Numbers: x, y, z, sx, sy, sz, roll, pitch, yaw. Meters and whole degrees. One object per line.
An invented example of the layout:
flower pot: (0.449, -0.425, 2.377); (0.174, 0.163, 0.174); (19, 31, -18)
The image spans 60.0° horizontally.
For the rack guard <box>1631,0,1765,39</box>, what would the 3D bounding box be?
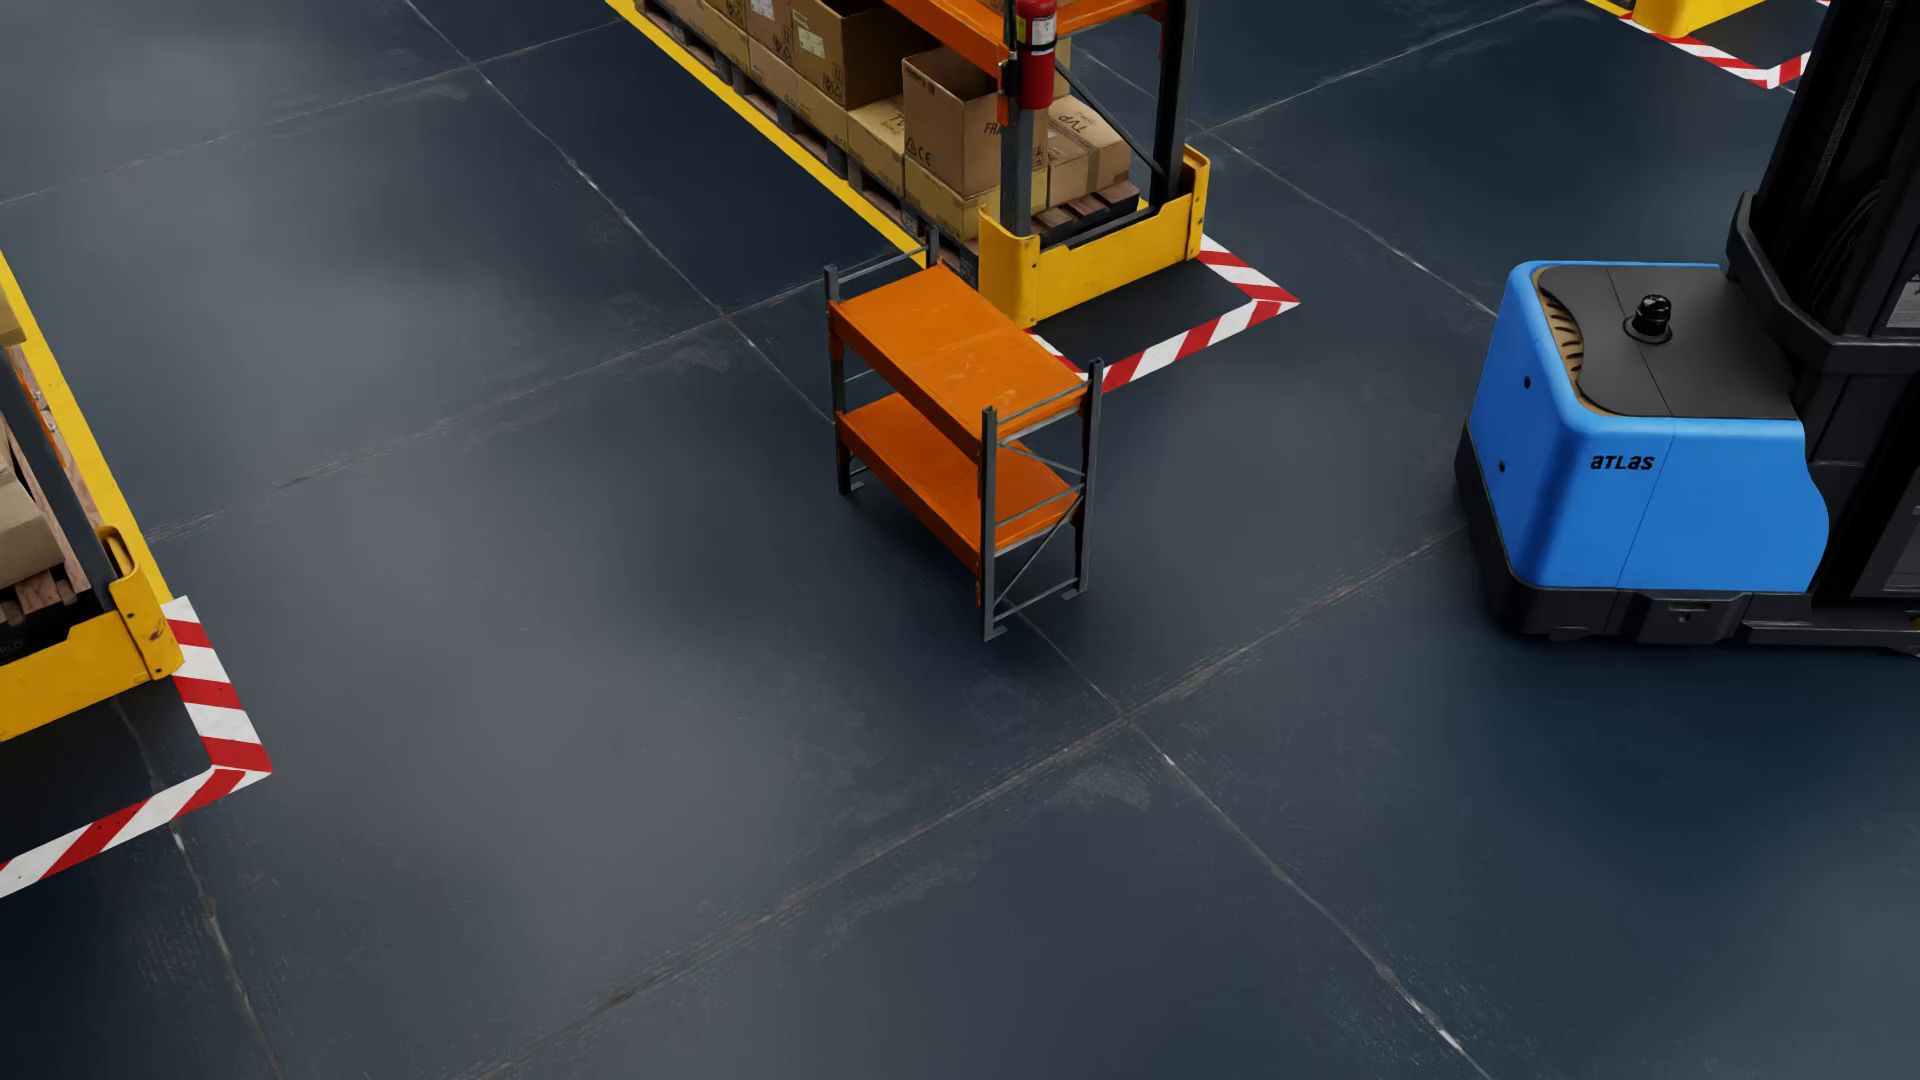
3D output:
rack guard: (4.608, -3.466, 10.019); (1.175, 0.500, 0.348); (-26, 49, -24)

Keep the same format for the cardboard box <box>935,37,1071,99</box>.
cardboard box: (0.213, -2.494, 8.334); (0.500, 0.500, 0.500); (-26, 49, -24)

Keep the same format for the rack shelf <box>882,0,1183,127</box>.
rack shelf: (-0.519, -3.264, 8.518); (1.077, 0.370, 4.000); (-26, 49, -24)

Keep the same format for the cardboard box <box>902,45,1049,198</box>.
cardboard box: (0.074, -2.006, 7.823); (0.500, 0.500, 0.500); (-26, 49, -24)

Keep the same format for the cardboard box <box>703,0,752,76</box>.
cardboard box: (-1.083, -2.861, 9.262); (0.500, 0.250, 0.500); (-26, 49, -24)

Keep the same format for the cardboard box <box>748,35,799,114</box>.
cardboard box: (-0.792, -2.581, 8.968); (0.500, 0.250, 0.500); (-26, 49, -24)

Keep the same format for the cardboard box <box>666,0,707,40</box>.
cardboard box: (-1.365, -3.147, 9.561); (0.500, 0.250, 0.500); (-26, 49, -24)

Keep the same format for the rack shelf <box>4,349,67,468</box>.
rack shelf: (-4.580, -1.305, 6.466); (1.077, 0.370, 4.000); (-26, 49, -24)

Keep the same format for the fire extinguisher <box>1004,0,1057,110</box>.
fire extinguisher: (0.312, -2.113, 6.847); (0.296, 0.674, 0.183); (-26, 49, -24)

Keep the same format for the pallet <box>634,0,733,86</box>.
pallet: (-1.243, -3.181, 9.929); (1.003, 0.211, 1.213); (-26, 49, -24)

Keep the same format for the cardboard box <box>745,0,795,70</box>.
cardboard box: (-0.795, -2.850, 8.708); (0.500, 0.500, 0.500); (-26, 49, -24)

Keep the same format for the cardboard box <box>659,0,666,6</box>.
cardboard box: (-1.647, -3.432, 9.860); (0.500, 0.250, 0.500); (-26, 49, -24)

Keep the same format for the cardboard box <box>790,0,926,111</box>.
cardboard box: (-0.510, -2.567, 8.410); (0.500, 0.500, 0.500); (-26, 49, -24)

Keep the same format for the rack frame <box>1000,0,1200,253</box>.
rack frame: (0.625, -2.391, 7.083); (1.000, 3.000, 0.127); (-26, 49, -24)

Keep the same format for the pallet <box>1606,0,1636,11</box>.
pallet: (4.147, -3.824, 10.603); (1.003, 0.211, 1.213); (-26, 49, -24)

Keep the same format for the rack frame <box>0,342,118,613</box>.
rack frame: (-3.436, -0.432, 5.031); (1.000, 3.000, 0.127); (-26, 49, -24)

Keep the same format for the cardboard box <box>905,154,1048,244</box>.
cardboard box: (0.076, -1.736, 8.083); (0.500, 0.250, 0.500); (-26, 49, -24)

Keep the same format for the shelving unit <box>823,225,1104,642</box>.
shelving unit: (-0.004, -0.411, 6.366); (0.538, 1.125, 1.048); (-26, 49, -24)

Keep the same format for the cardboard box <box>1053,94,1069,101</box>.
cardboard box: (0.211, -2.222, 8.592); (0.500, 0.250, 0.500); (-26, 49, -24)

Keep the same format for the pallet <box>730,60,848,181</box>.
pallet: (-0.541, -2.490, 9.205); (1.003, 0.211, 1.213); (-26, 49, -24)

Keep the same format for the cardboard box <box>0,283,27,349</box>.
cardboard box: (-3.455, -0.787, 5.496); (0.500, 0.250, 0.500); (-27, 50, -26)

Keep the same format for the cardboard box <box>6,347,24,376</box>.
cardboard box: (-4.463, -0.873, 6.984); (0.700, 0.500, 0.500); (-29, 51, -27)

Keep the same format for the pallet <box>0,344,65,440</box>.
pallet: (-4.609, -0.631, 7.258); (1.003, 0.211, 1.213); (-26, 49, -24)

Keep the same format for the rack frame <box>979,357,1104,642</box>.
rack frame: (0.287, -0.123, 6.064); (0.500, 1.125, 0.032); (-26, 49, -24)

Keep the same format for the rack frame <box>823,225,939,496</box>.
rack frame: (-0.295, -0.699, 6.667); (0.500, 1.125, 0.032); (-26, 49, -24)

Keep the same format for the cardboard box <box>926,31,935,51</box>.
cardboard box: (-0.084, -2.772, 8.626); (0.500, 0.500, 0.500); (-26, 49, -24)

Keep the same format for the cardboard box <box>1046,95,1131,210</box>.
cardboard box: (0.501, -1.940, 8.297); (0.500, 0.250, 0.500); (-26, 49, -24)

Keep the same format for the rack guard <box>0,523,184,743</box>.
rack guard: (-3.479, 0.429, 5.939); (1.175, 0.500, 0.348); (-26, 49, -24)

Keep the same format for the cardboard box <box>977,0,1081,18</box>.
cardboard box: (0.368, -2.697, 7.330); (0.700, 0.500, 0.500); (-26, 49, -24)

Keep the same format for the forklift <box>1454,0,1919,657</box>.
forklift: (3.569, -0.987, 5.662); (3.031, 2.935, 1.130); (1, 44, 1)

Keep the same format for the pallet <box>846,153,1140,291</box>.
pallet: (0.153, -1.799, 8.482); (1.003, 0.211, 1.213); (-26, 49, -24)

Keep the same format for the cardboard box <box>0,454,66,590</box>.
cardboard box: (-3.758, -0.046, 6.255); (0.500, 0.311, 0.500); (-31, 52, -29)

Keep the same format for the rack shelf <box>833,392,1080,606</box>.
rack shelf: (-0.004, -0.234, 6.534); (0.538, 0.278, 1.000); (-26, 49, -24)

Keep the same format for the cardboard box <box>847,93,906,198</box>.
cardboard box: (-0.220, -2.014, 8.375); (0.500, 0.250, 0.500); (-26, 49, -24)

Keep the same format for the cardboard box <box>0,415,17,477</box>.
cardboard box: (-4.084, -0.369, 6.593); (0.500, 0.311, 0.500); (-22, 48, -21)

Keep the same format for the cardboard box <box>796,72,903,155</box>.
cardboard box: (-0.508, -2.297, 8.671); (0.500, 0.250, 0.500); (-26, 49, -24)

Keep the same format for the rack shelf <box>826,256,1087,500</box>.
rack shelf: (-0.004, -0.622, 6.163); (0.538, 0.278, 1.000); (-26, 49, -24)

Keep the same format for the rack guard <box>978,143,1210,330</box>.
rack guard: (0.639, -1.474, 7.932); (1.175, 0.500, 0.348); (-26, 49, -24)

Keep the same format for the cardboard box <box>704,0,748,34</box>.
cardboard box: (-1.083, -3.133, 9.003); (0.500, 0.500, 0.500); (-26, 49, -24)

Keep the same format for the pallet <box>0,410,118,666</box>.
pallet: (-3.915, 0.059, 6.535); (1.003, 0.211, 1.213); (-26, 49, -24)
